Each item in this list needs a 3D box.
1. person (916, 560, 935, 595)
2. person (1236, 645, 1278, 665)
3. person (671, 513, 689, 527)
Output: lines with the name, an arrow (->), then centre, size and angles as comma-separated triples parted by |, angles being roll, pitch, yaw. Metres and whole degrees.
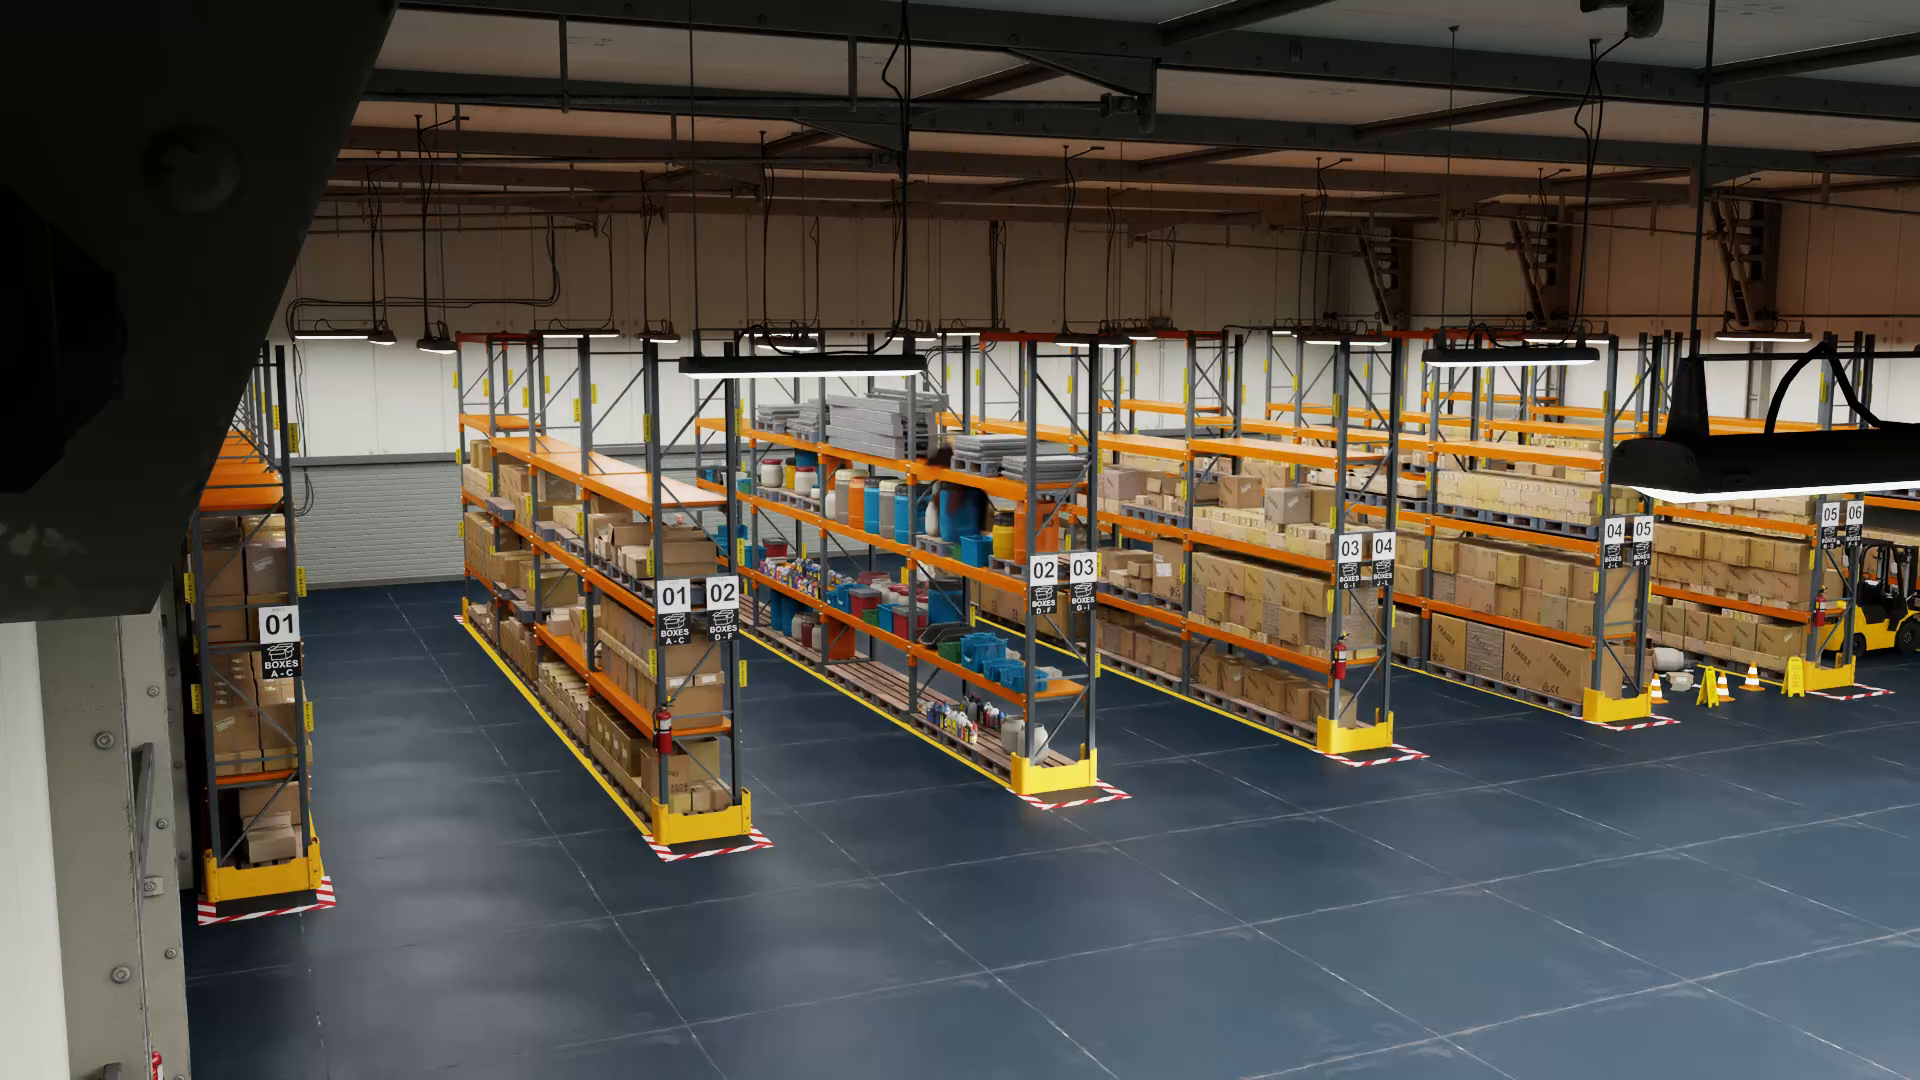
person -> -0.725, 0.830, 34.231 | 0.385, 1.774, 0.607 | -3, 8, -22
person -> 5.433, 1.424, 30.421 | 0.589, 1.647, 0.964 | -5, 9, -31
person -> -6.497, 0.252, 38.850 | 0.399, 1.761, 0.540 | 5, 9, 33
